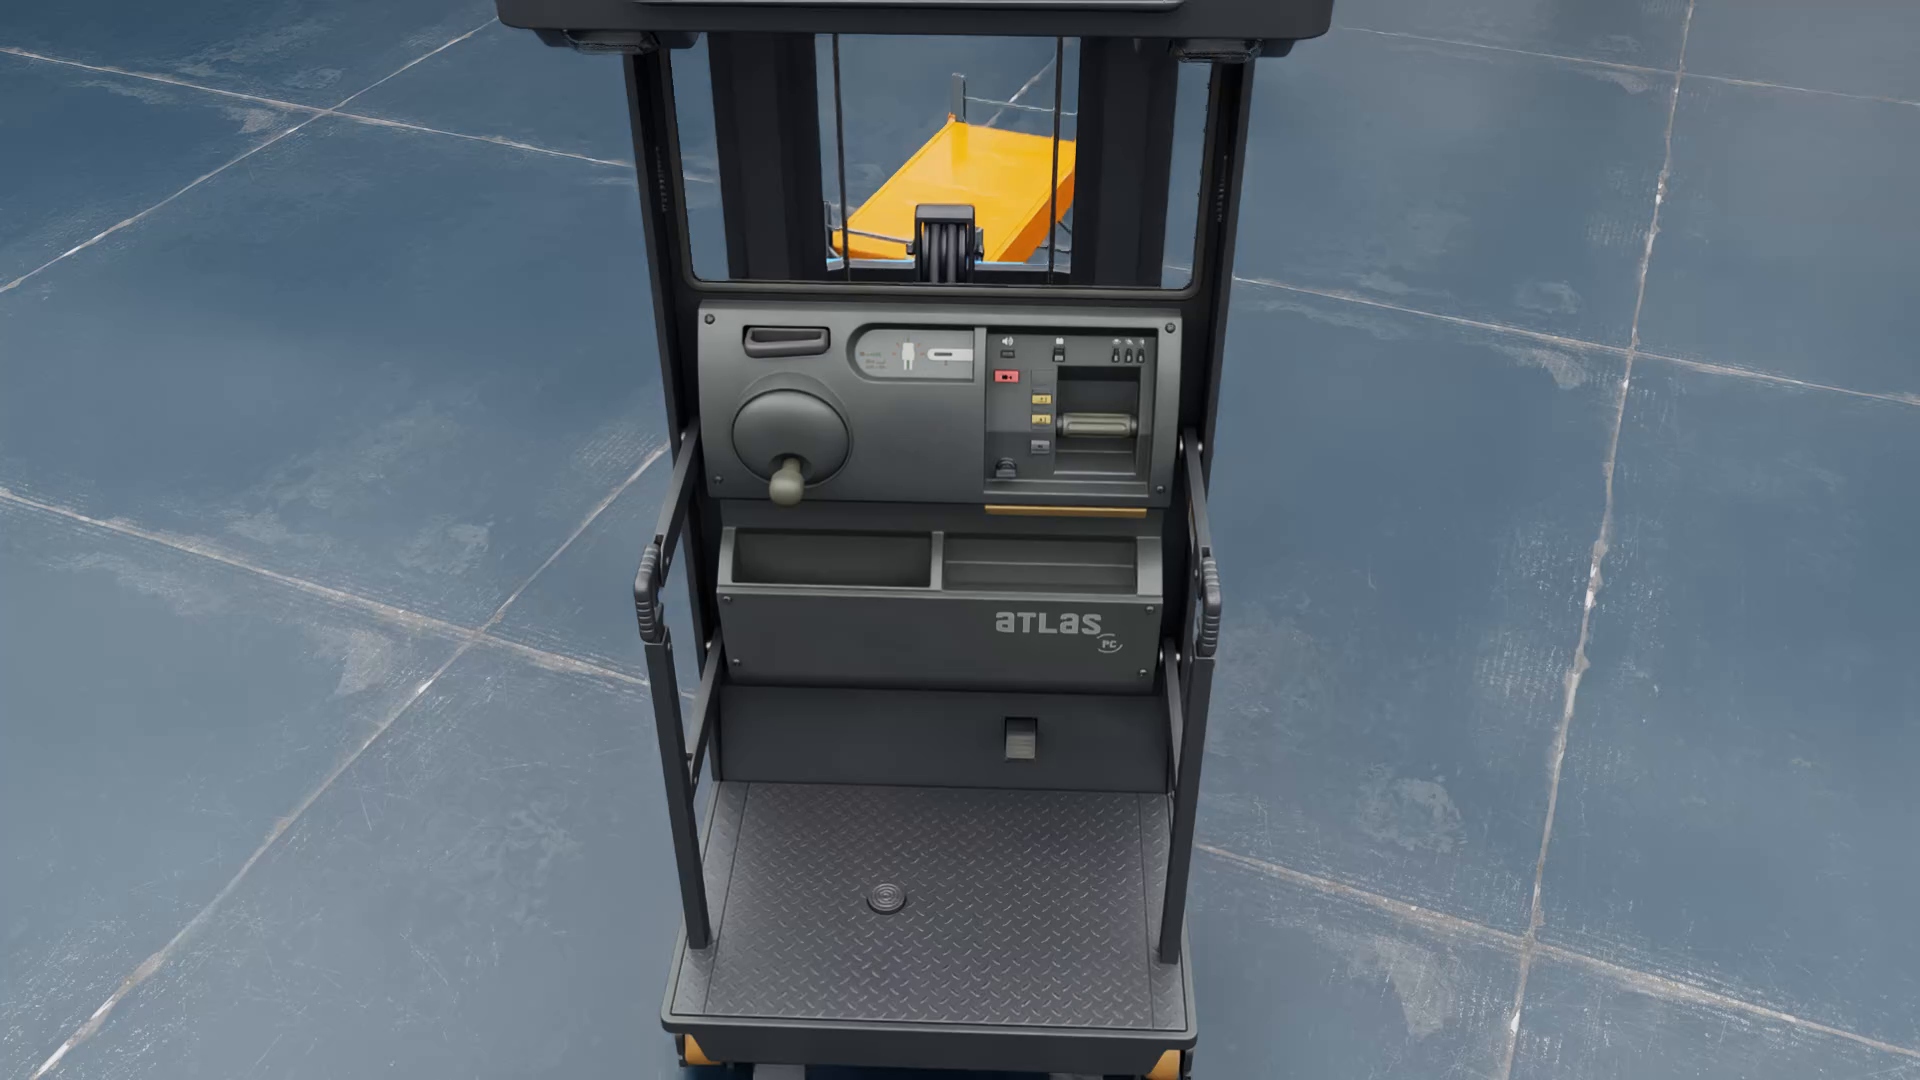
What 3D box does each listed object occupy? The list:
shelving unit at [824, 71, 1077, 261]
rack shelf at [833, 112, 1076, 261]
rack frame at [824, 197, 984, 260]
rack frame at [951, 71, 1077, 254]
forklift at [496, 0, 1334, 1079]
[{"bbox_3d":[0.018,-0.730,5.287,0.538,1.125,1.048,14,39,17],"label":"shelving unit"},{"bbox_3d":[0.018,-0.964,5.112,0.538,0.278,1.000,14,39,17],"label":"rack shelf"},{"bbox_3d":[-0.173,-0.448,4.910,0.500,1.125,0.032,14,39,17],"label":"rack frame"},{"bbox_3d":[0.208,-1.012,5.664,0.500,1.125,0.032,14,39,17],"label":"rack frame"},{"bbox_3d":[-0.048,-0.188,3.054,1.130,2.935,3.031,1,37,2],"label":"forklift"}]
